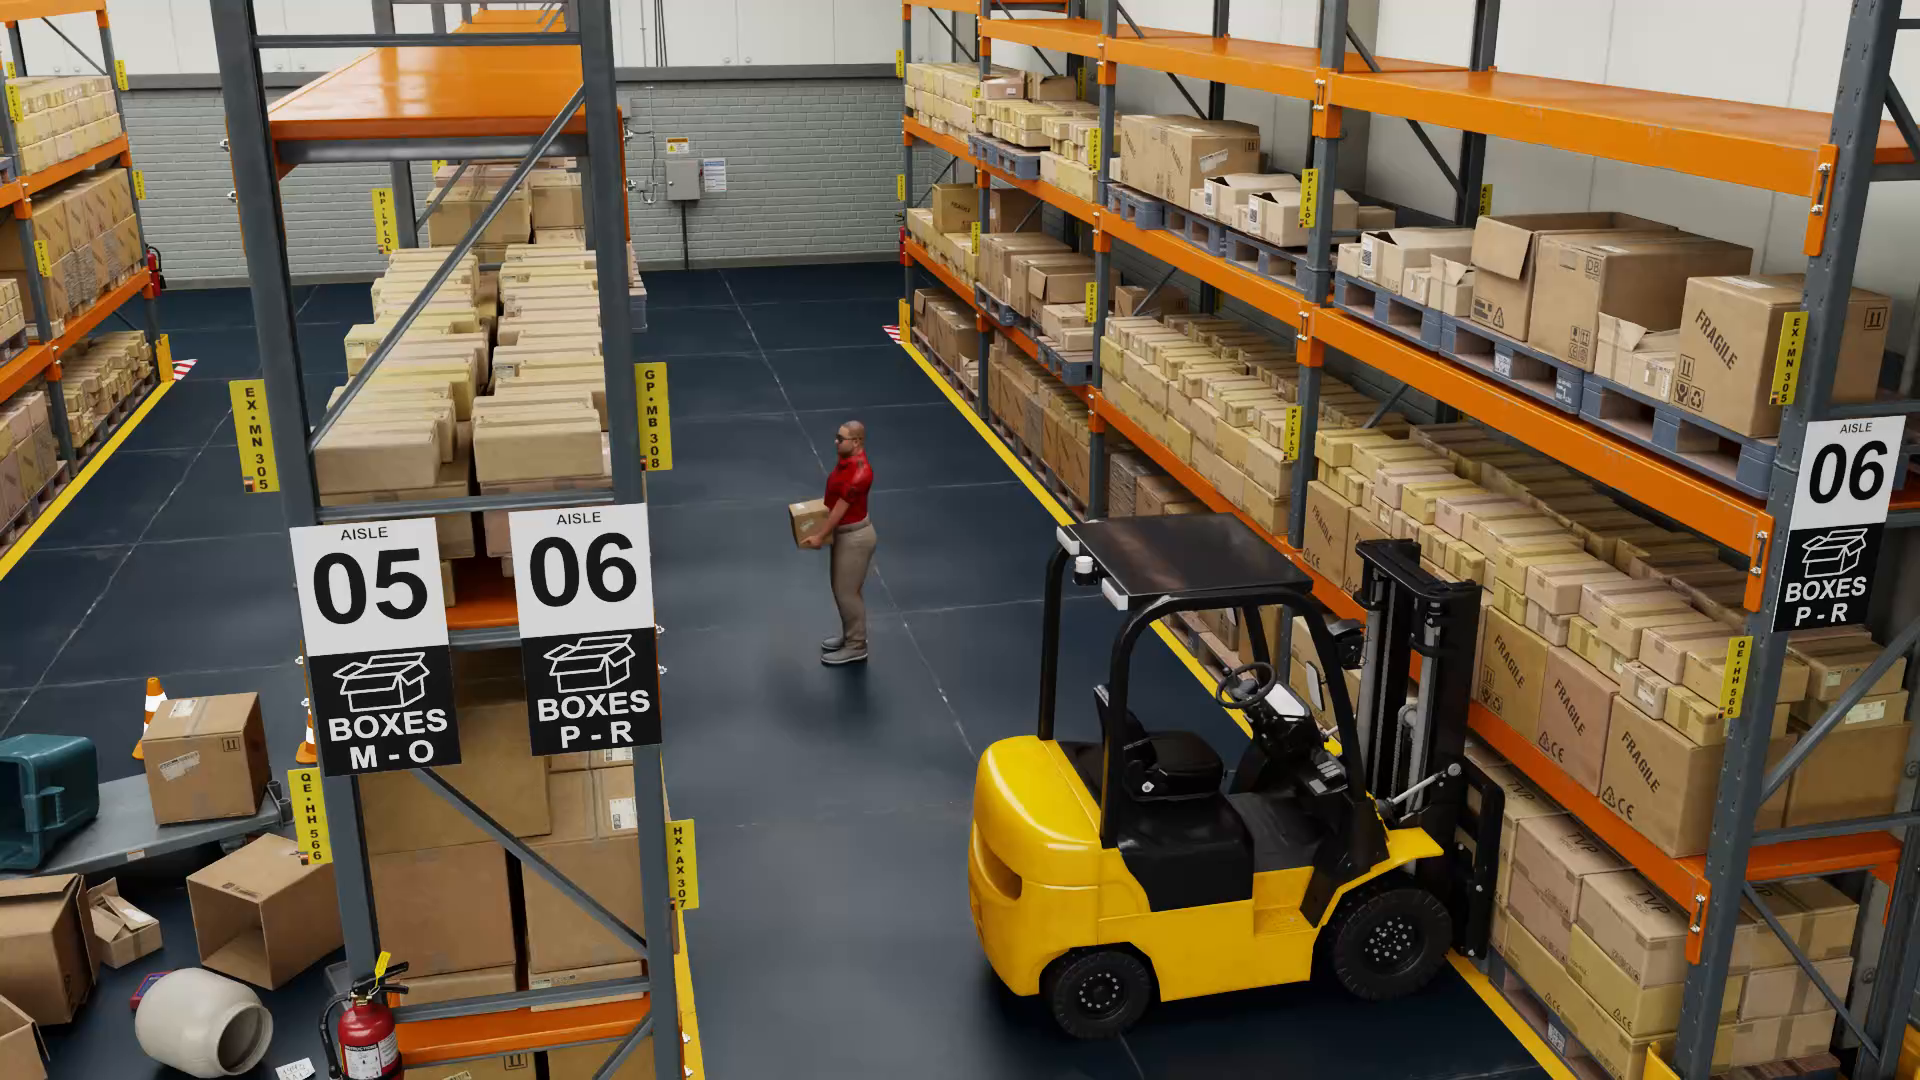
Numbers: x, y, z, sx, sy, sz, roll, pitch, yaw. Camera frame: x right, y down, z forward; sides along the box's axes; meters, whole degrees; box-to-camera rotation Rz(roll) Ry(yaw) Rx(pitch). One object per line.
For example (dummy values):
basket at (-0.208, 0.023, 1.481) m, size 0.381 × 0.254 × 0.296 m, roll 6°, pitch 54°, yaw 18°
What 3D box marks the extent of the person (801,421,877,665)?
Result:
person at (-0.853, 0.014, 11.572) m, size 0.542 × 1.724 × 0.490 m, roll -4°, pitch 20°, yaw -12°
